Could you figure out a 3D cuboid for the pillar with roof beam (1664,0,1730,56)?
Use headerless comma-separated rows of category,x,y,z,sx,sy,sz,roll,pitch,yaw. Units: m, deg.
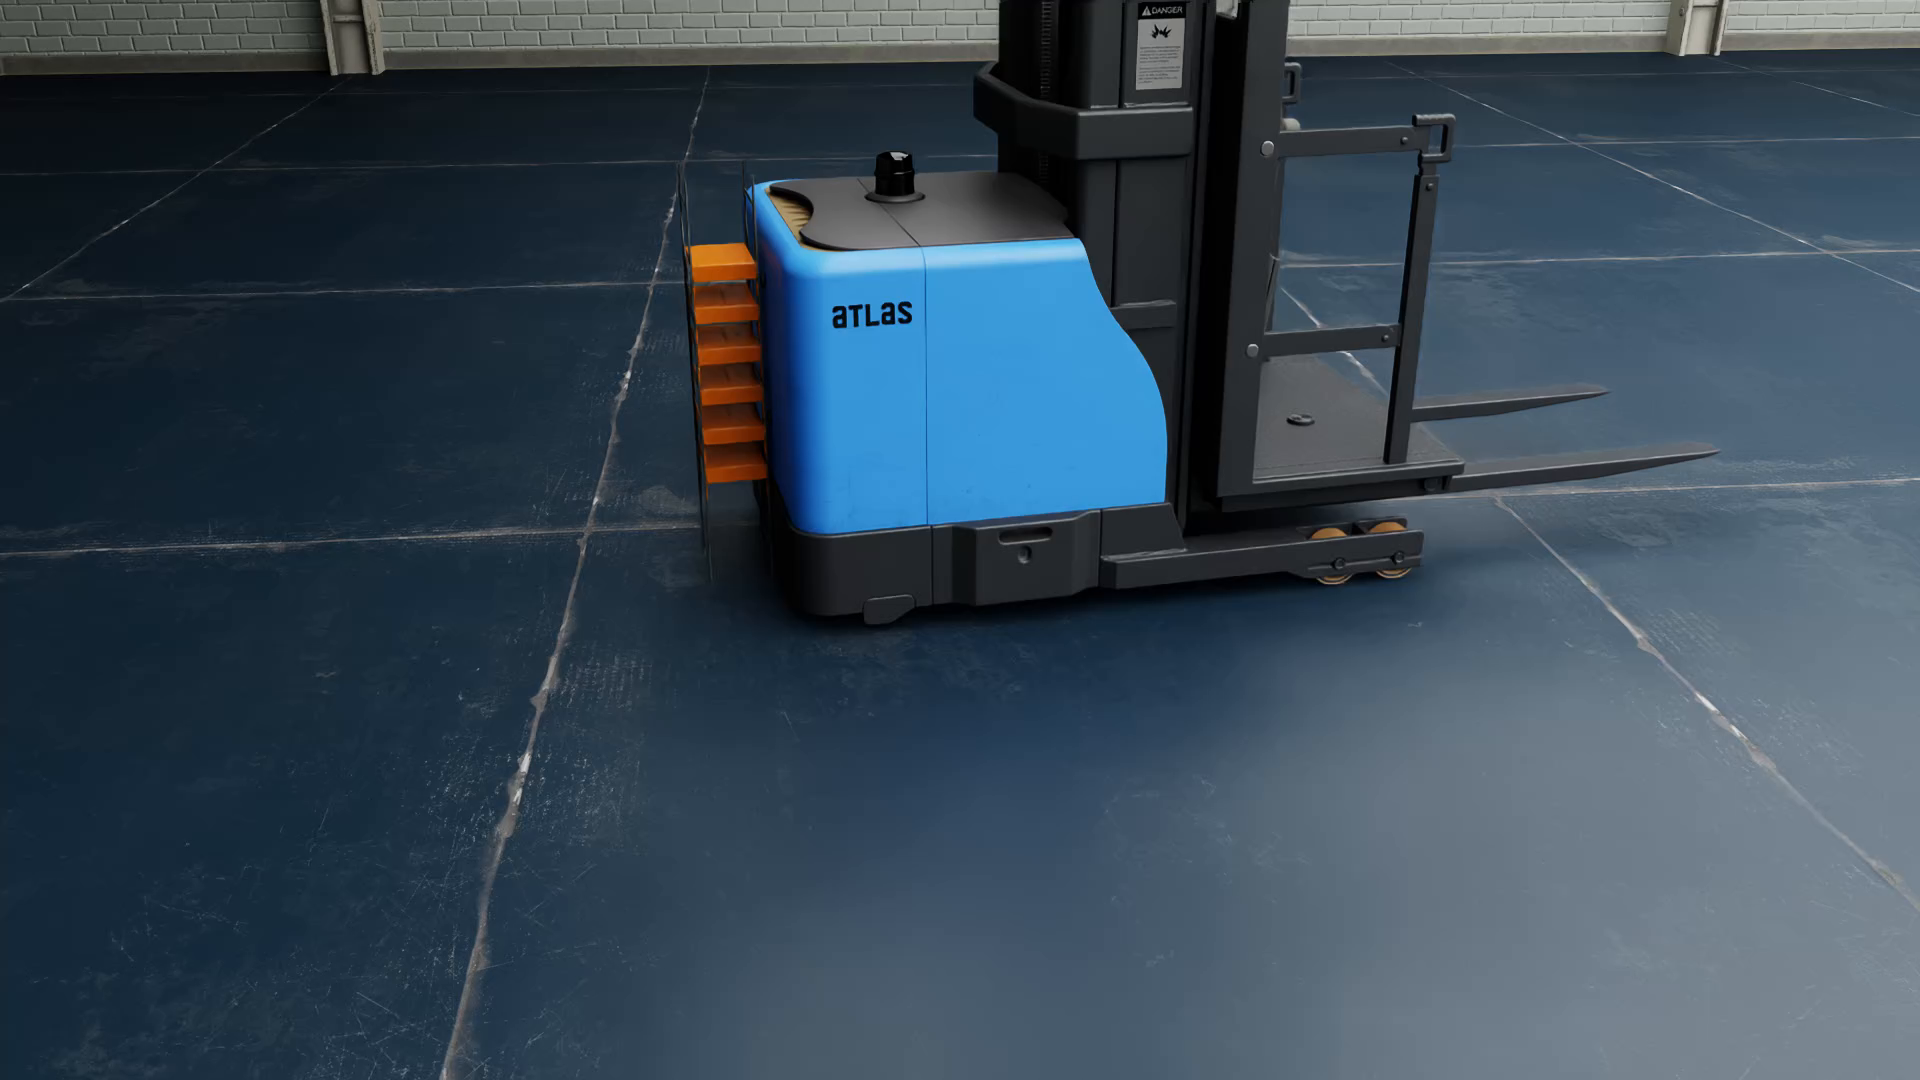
pillar with roof beam,7.189,-6.877,9.644,0.400,9.000,9.100,-2,24,-5

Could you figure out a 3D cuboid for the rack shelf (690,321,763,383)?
rack shelf,-0.680,-0.548,4.819,0.180,0.103,0.258,-6,25,-13

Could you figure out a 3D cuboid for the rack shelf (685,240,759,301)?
rack shelf,-0.680,-0.767,4.722,0.180,0.103,0.258,-6,25,-13

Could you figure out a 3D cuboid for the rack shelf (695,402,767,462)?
rack shelf,-0.680,-0.328,4.917,0.180,0.103,0.258,-6,25,-13

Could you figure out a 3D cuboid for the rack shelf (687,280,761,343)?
rack shelf,-0.680,-0.657,4.770,0.180,0.103,0.258,-6,25,-13

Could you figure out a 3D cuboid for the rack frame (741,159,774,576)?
rack frame,-0.591,-0.488,4.870,0.006,1.200,0.240,-6,25,-13

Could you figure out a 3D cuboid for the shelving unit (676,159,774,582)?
shelving unit,-0.680,-0.479,4.850,0.189,1.200,0.258,-6,25,-13

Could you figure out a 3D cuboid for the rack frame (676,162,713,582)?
rack frame,-0.769,-0.470,4.830,0.006,1.200,0.240,-6,25,-13

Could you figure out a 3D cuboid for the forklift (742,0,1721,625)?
forklift,0.899,-1.407,4.808,3.031,2.935,1.130,-6,25,-13

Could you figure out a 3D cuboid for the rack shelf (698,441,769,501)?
rack shelf,-0.680,-0.219,4.965,0.180,0.103,0.258,-6,25,-13

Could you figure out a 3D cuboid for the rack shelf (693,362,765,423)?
rack shelf,-0.680,-0.438,4.868,0.180,0.103,0.258,-6,25,-13

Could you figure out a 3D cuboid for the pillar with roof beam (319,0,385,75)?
pillar with roof beam,-4.753,-6.398,8.566,0.400,9.000,9.100,-2,24,-5
